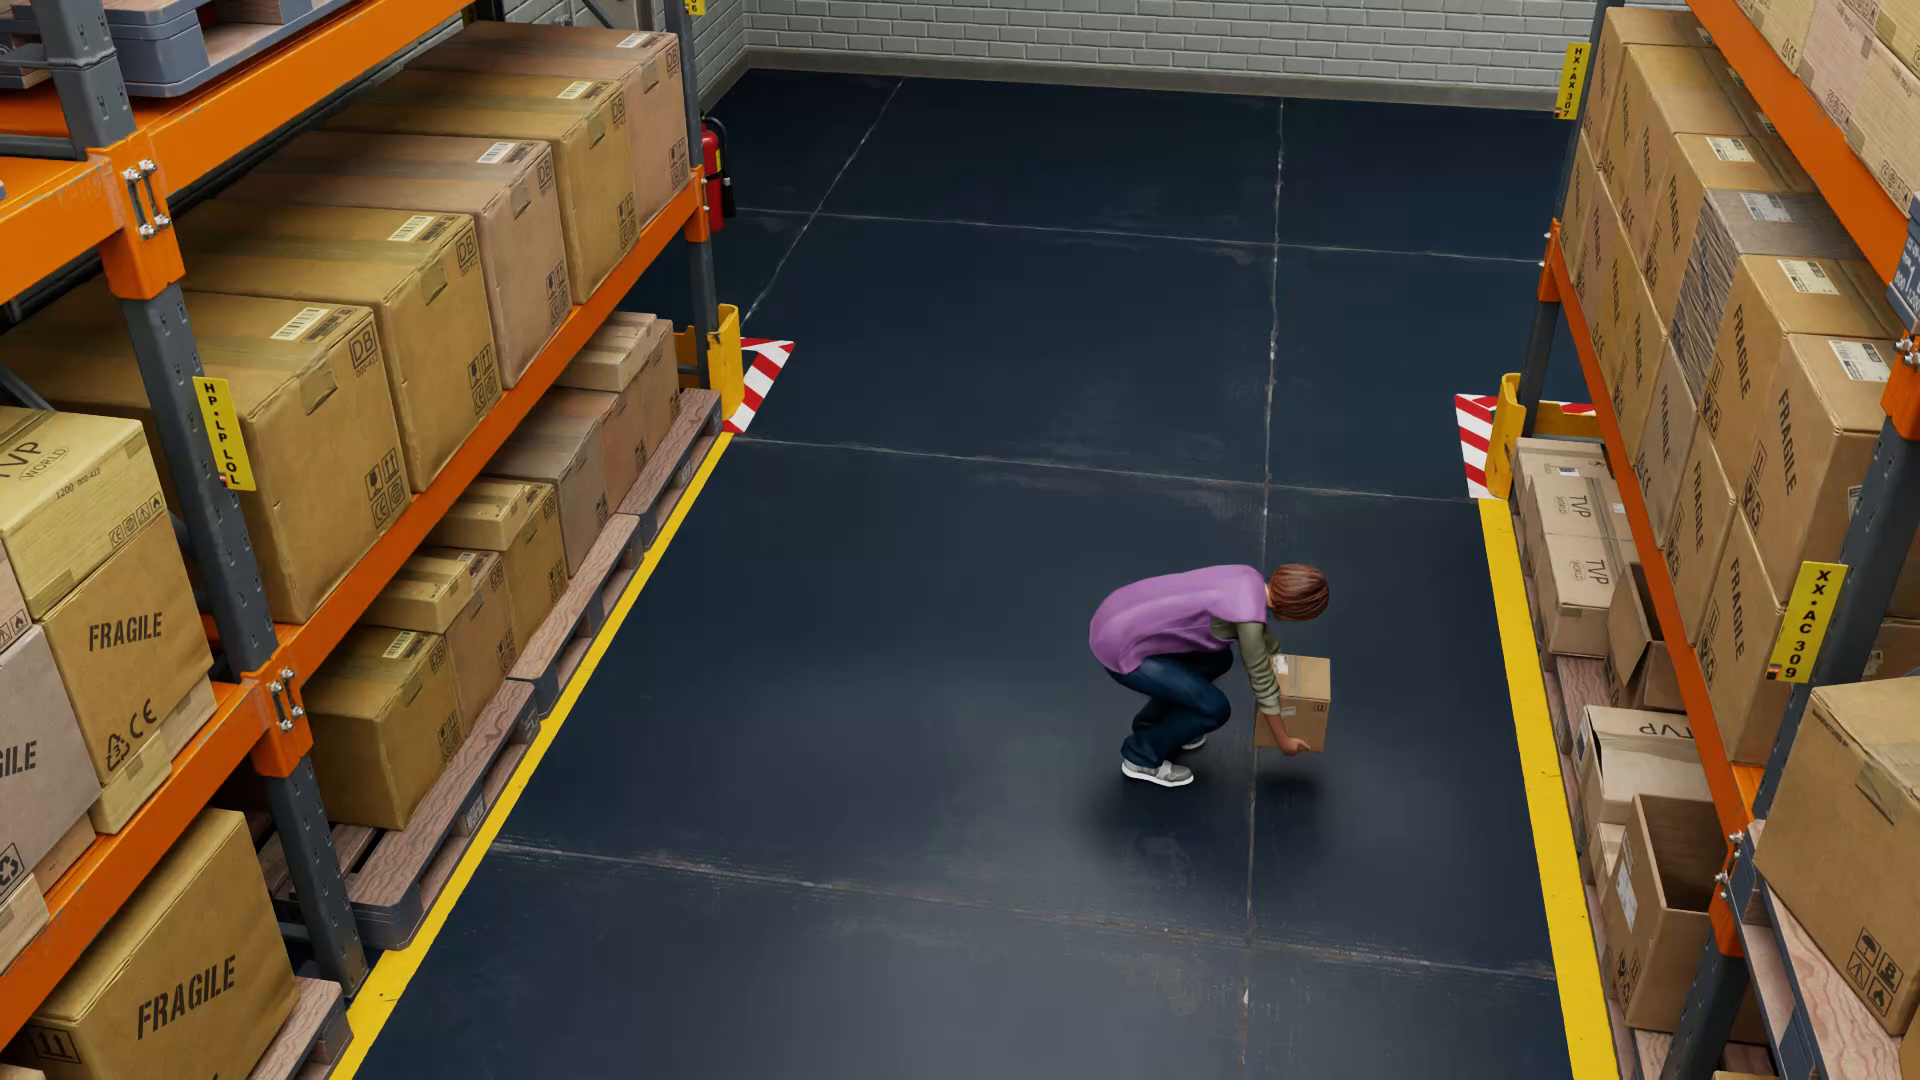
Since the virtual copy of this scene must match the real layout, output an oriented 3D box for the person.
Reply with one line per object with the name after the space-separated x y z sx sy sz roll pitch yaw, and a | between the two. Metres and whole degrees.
0.884 0.468 6.073 0.840 0.895 0.422 4 33 7 | person
